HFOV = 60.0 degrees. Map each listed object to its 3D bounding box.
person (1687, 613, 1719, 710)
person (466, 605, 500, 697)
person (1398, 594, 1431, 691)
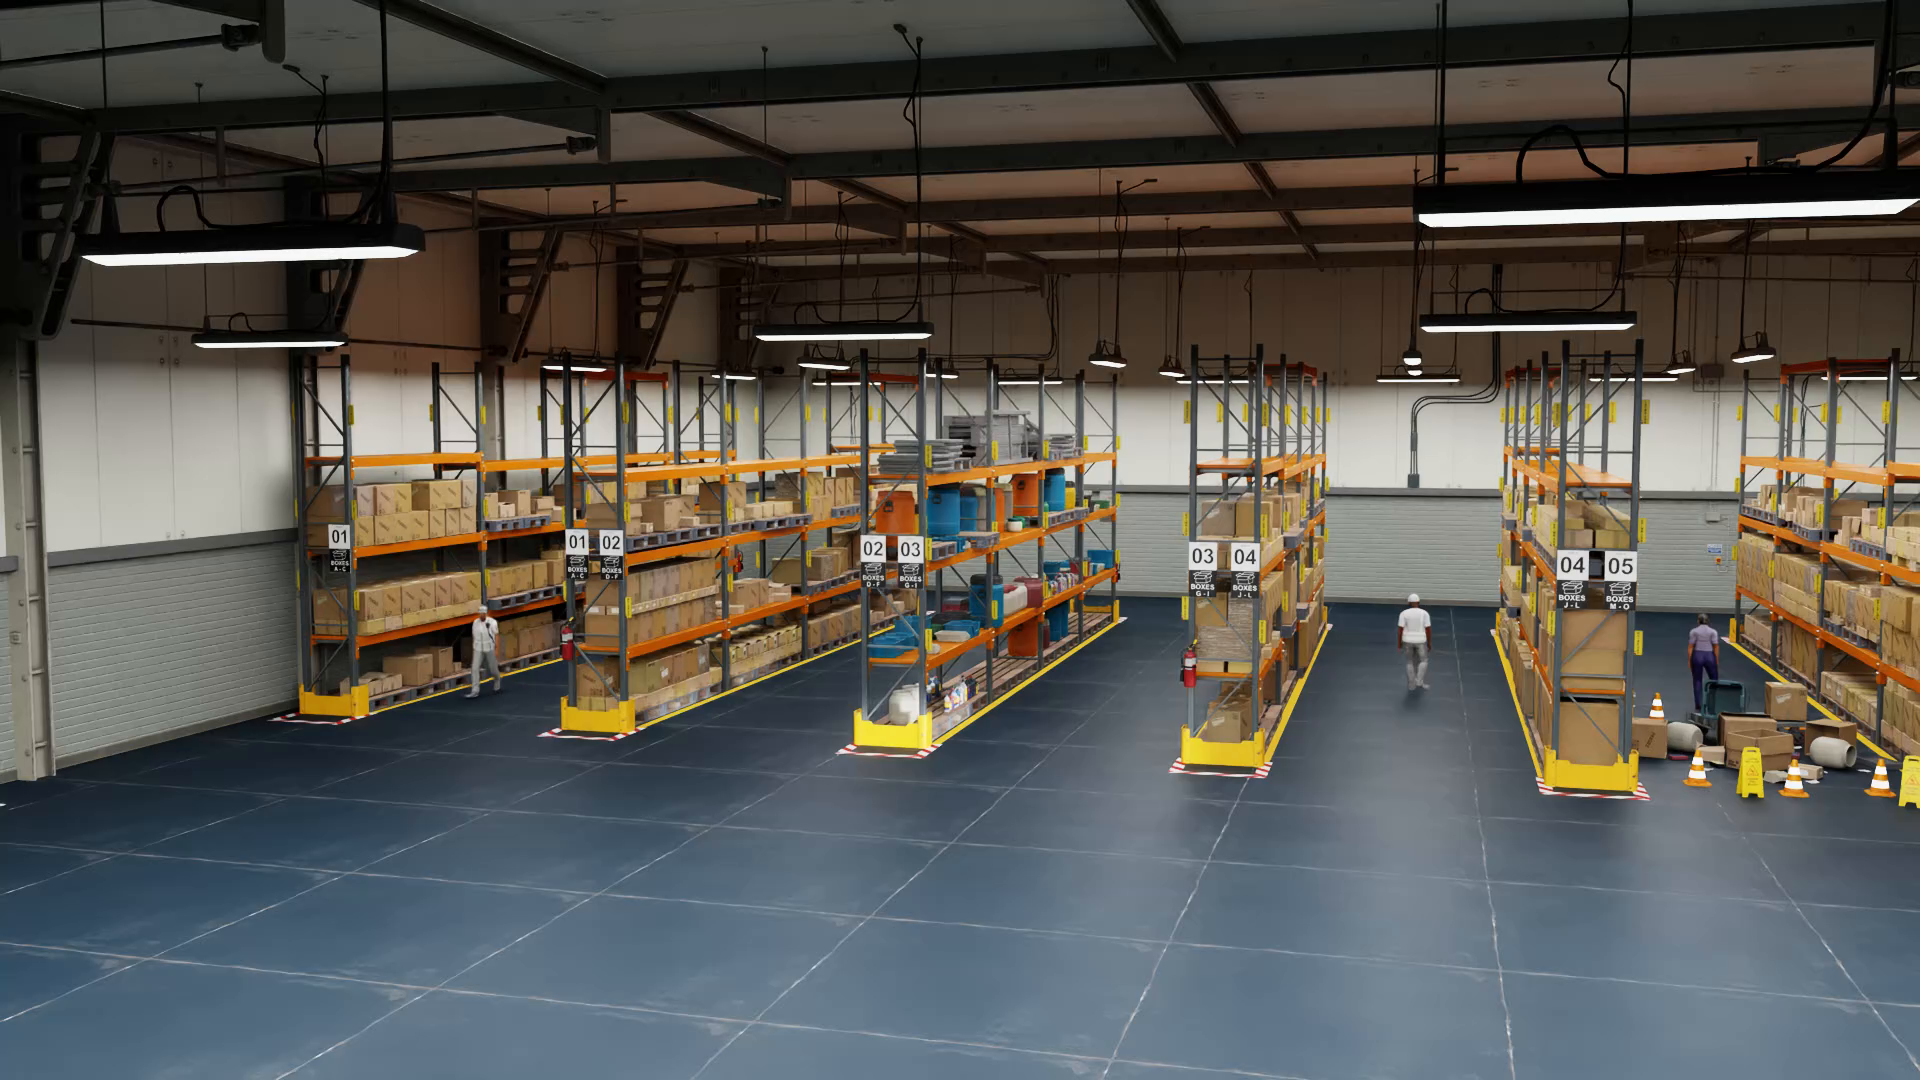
[{"bbox_3d":[12.619,2.069,28.204,0.529,1.647,0.475,2,5,19],"label":"person"},{"bbox_3d":[-8.475,1.961,29.682,0.514,1.623,0.900,0,4,1],"label":"person"},{"bbox_3d":[8.258,1.864,30.231,0.594,1.761,0.548,1,5,18],"label":"person"}]
